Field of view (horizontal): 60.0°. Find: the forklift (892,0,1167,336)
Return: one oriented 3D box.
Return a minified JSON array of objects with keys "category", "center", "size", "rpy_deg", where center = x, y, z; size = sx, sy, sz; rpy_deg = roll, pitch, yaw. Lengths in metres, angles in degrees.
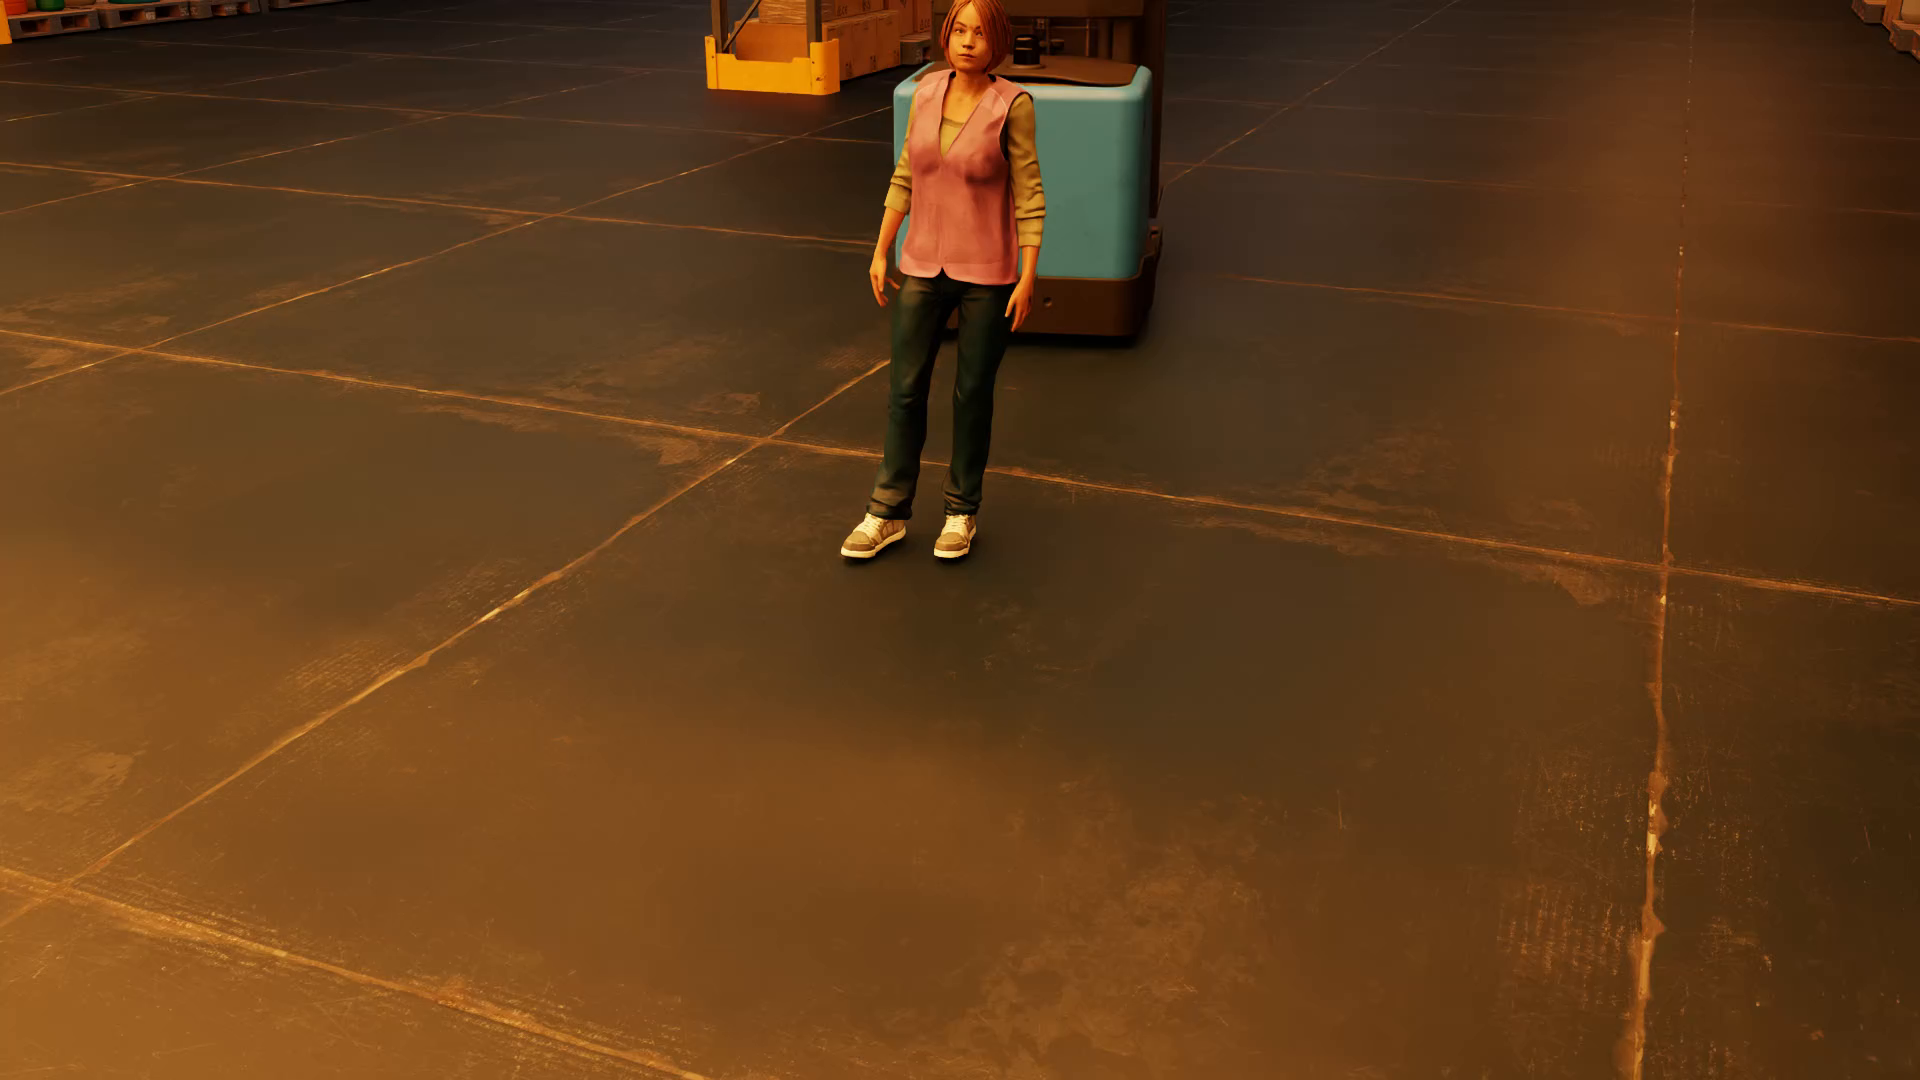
[{"category":"forklift","center":[0.448,-2.738,7.843],"size":[1.130,2.935,3.031],"rpy_deg":[3,23,8]}]

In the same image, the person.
[{"category":"person","center":[-0.042,-0.719,4.723],"size":[0.520,1.599,0.473],"rpy_deg":[9,24,21]}]
